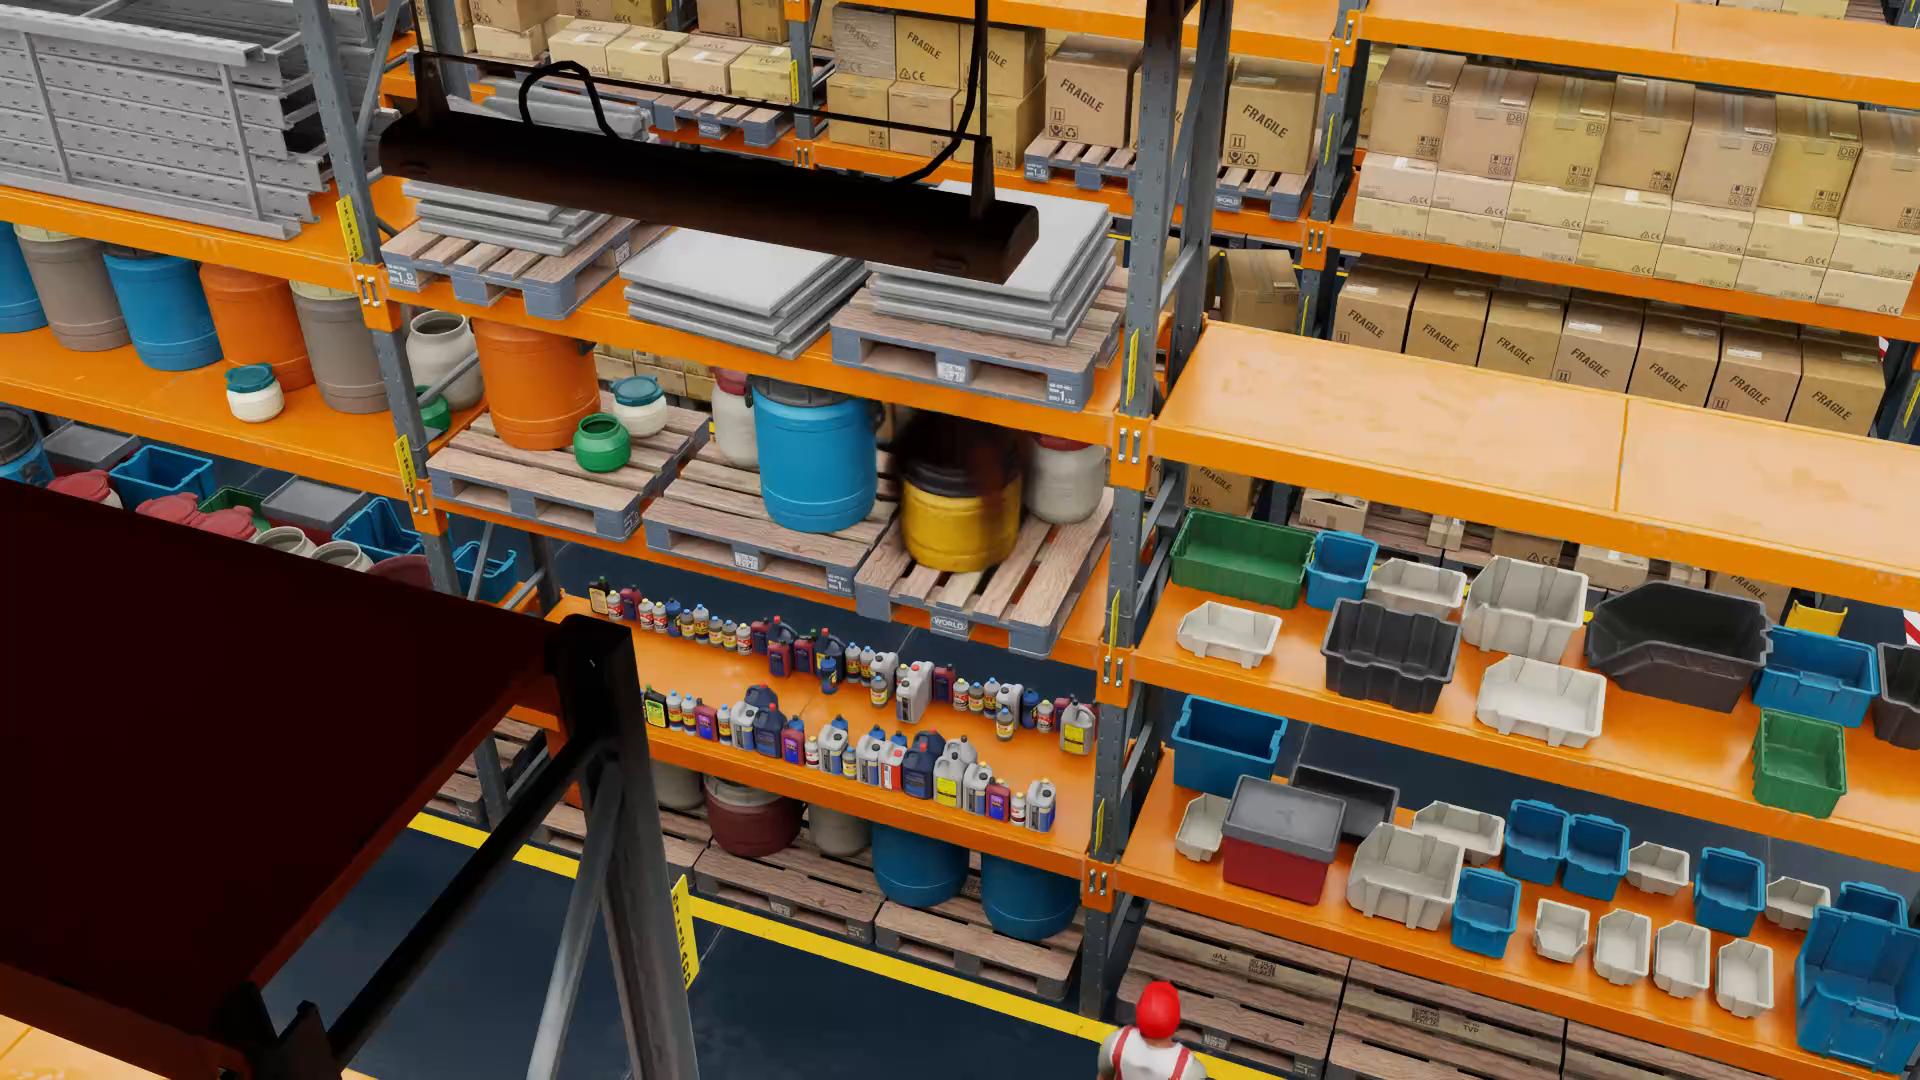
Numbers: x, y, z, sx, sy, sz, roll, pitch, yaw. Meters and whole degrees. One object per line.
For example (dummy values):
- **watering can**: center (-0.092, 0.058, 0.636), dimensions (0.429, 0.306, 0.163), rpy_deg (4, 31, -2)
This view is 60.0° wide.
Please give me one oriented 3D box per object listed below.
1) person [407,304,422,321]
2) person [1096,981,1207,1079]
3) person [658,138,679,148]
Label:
- **person**: center (-4.571, -1.339, 13.693), dimensions (0.596, 1.787, 0.519), rpy_deg (-21, 41, -25)
- **person**: center (0.930, 2.772, 7.939), dimensions (0.626, 1.812, 0.350), rpy_deg (22, 42, 26)
- **person**: center (-3.125, -3.922, 17.374), dimensions (0.456, 1.638, 0.511), rpy_deg (-21, 42, -26)
